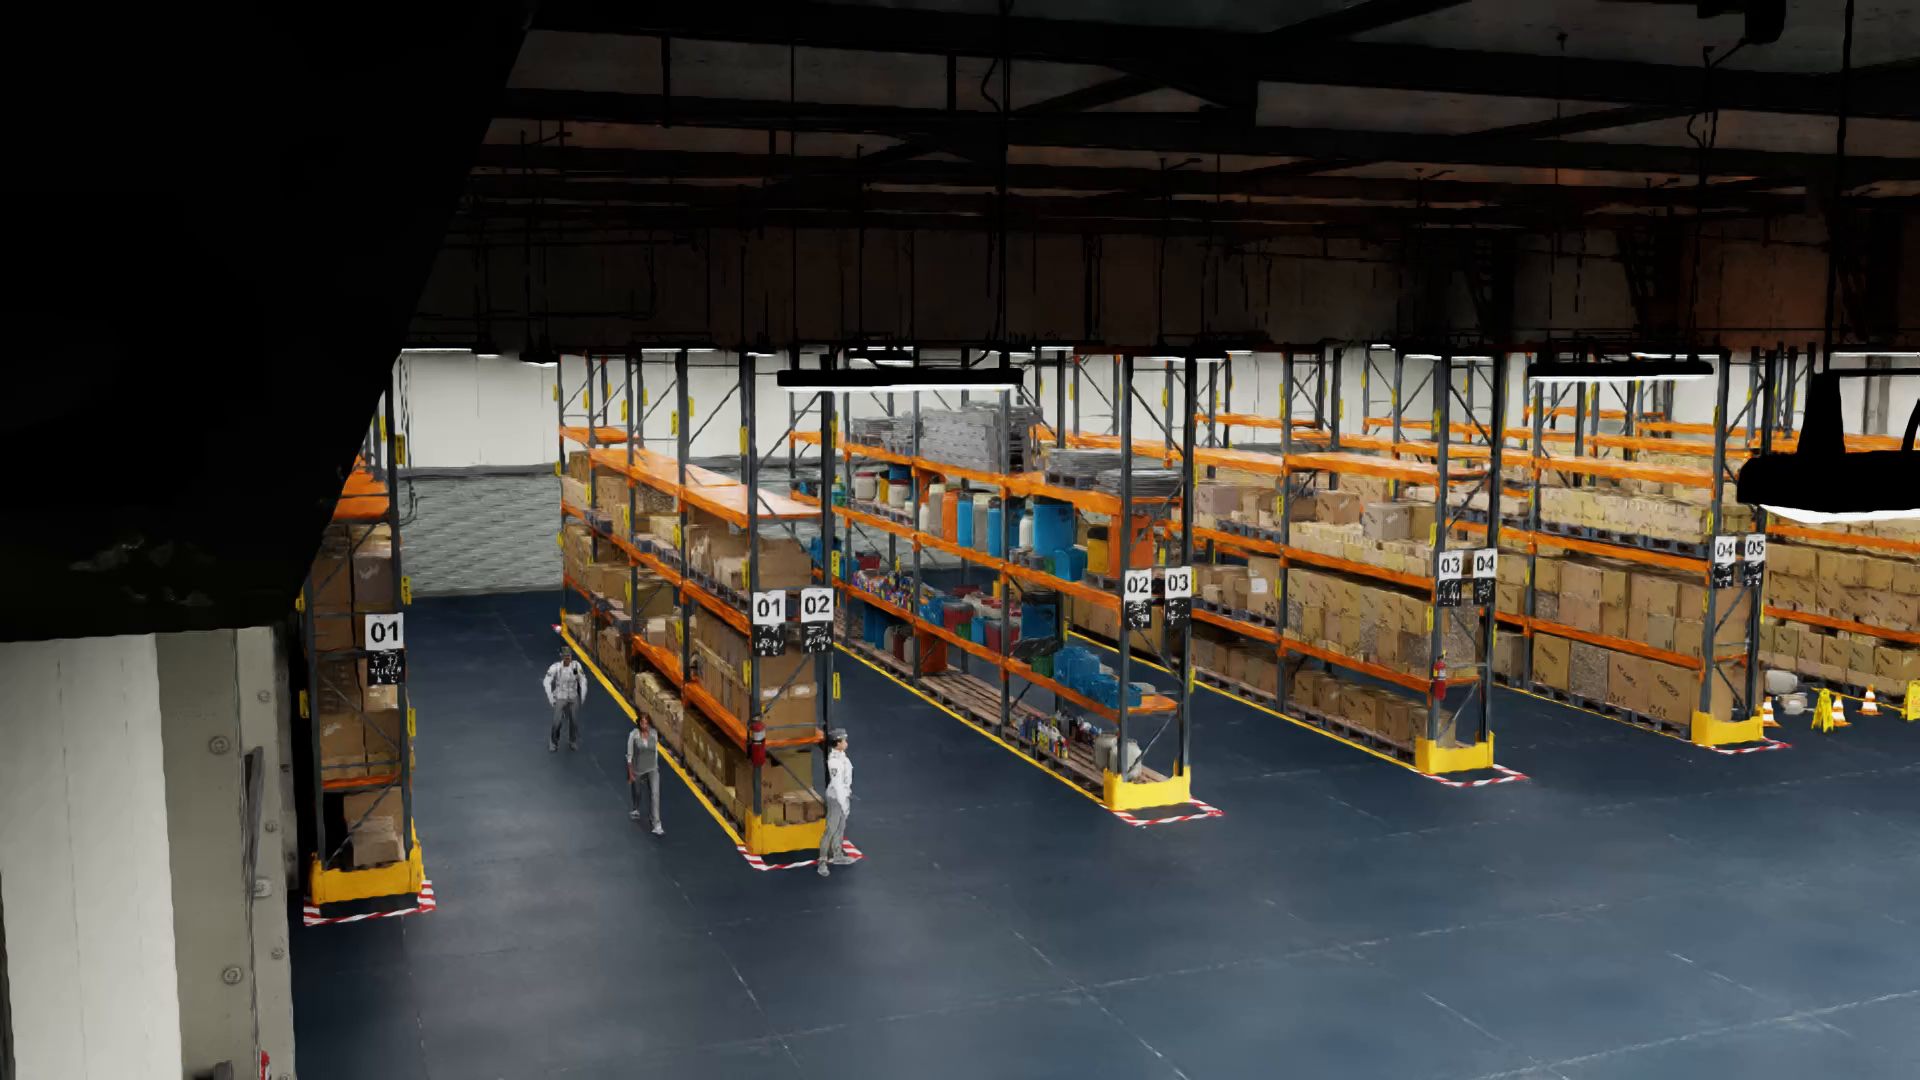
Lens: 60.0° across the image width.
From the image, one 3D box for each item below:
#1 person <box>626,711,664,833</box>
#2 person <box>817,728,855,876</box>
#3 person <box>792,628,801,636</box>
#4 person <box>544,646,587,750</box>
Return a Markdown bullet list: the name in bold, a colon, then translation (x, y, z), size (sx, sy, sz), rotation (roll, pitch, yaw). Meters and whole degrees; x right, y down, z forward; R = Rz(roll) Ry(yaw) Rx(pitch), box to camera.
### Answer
- **person**: translation (-4.015, 2.898, 21.065), size (0.417, 1.517, 1.036), rotation (-2, 8, -19)
- **person**: translation (-1.463, 3.036, 19.455), size (0.408, 1.678, 0.634), rotation (1, 7, 5)
- **person**: translation (-3.385, 1.375, 32.509), size (0.542, 1.645, 1.126), rotation (-3, 8, -19)
- **person**: translation (-5.922, 2.364, 24.985), size (0.639, 1.632, 0.512), rotation (-3, 8, -23)
